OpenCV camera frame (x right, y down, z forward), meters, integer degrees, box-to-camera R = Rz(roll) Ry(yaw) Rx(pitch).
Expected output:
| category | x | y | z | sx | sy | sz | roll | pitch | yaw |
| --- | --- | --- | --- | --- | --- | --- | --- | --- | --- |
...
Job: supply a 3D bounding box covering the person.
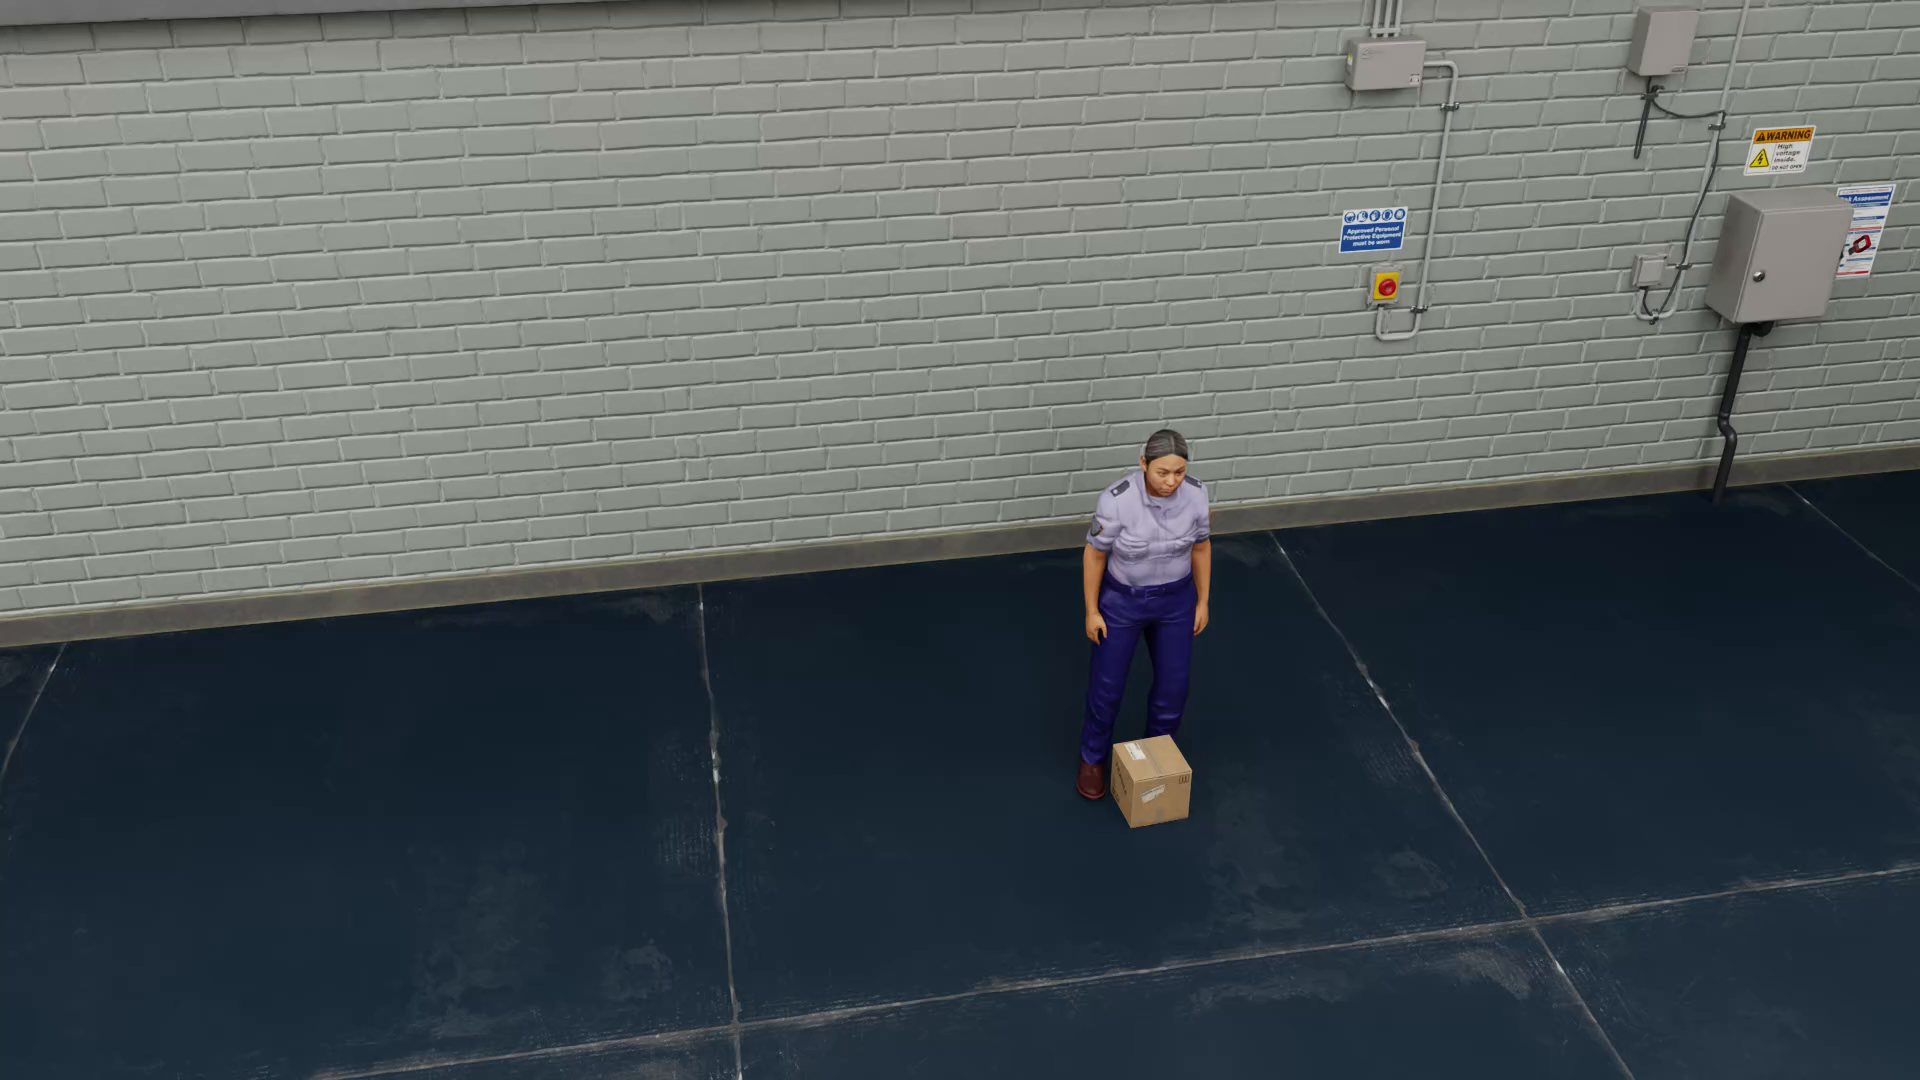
| category | x | y | z | sx | sy | sz | roll | pitch | yaw |
| --- | --- | --- | --- | --- | --- | --- | --- | --- | --- |
| person | 0.744 | 0.282 | 6.667 | 0.540 | 1.652 | 0.413 | -5 | 31 | -9 |
